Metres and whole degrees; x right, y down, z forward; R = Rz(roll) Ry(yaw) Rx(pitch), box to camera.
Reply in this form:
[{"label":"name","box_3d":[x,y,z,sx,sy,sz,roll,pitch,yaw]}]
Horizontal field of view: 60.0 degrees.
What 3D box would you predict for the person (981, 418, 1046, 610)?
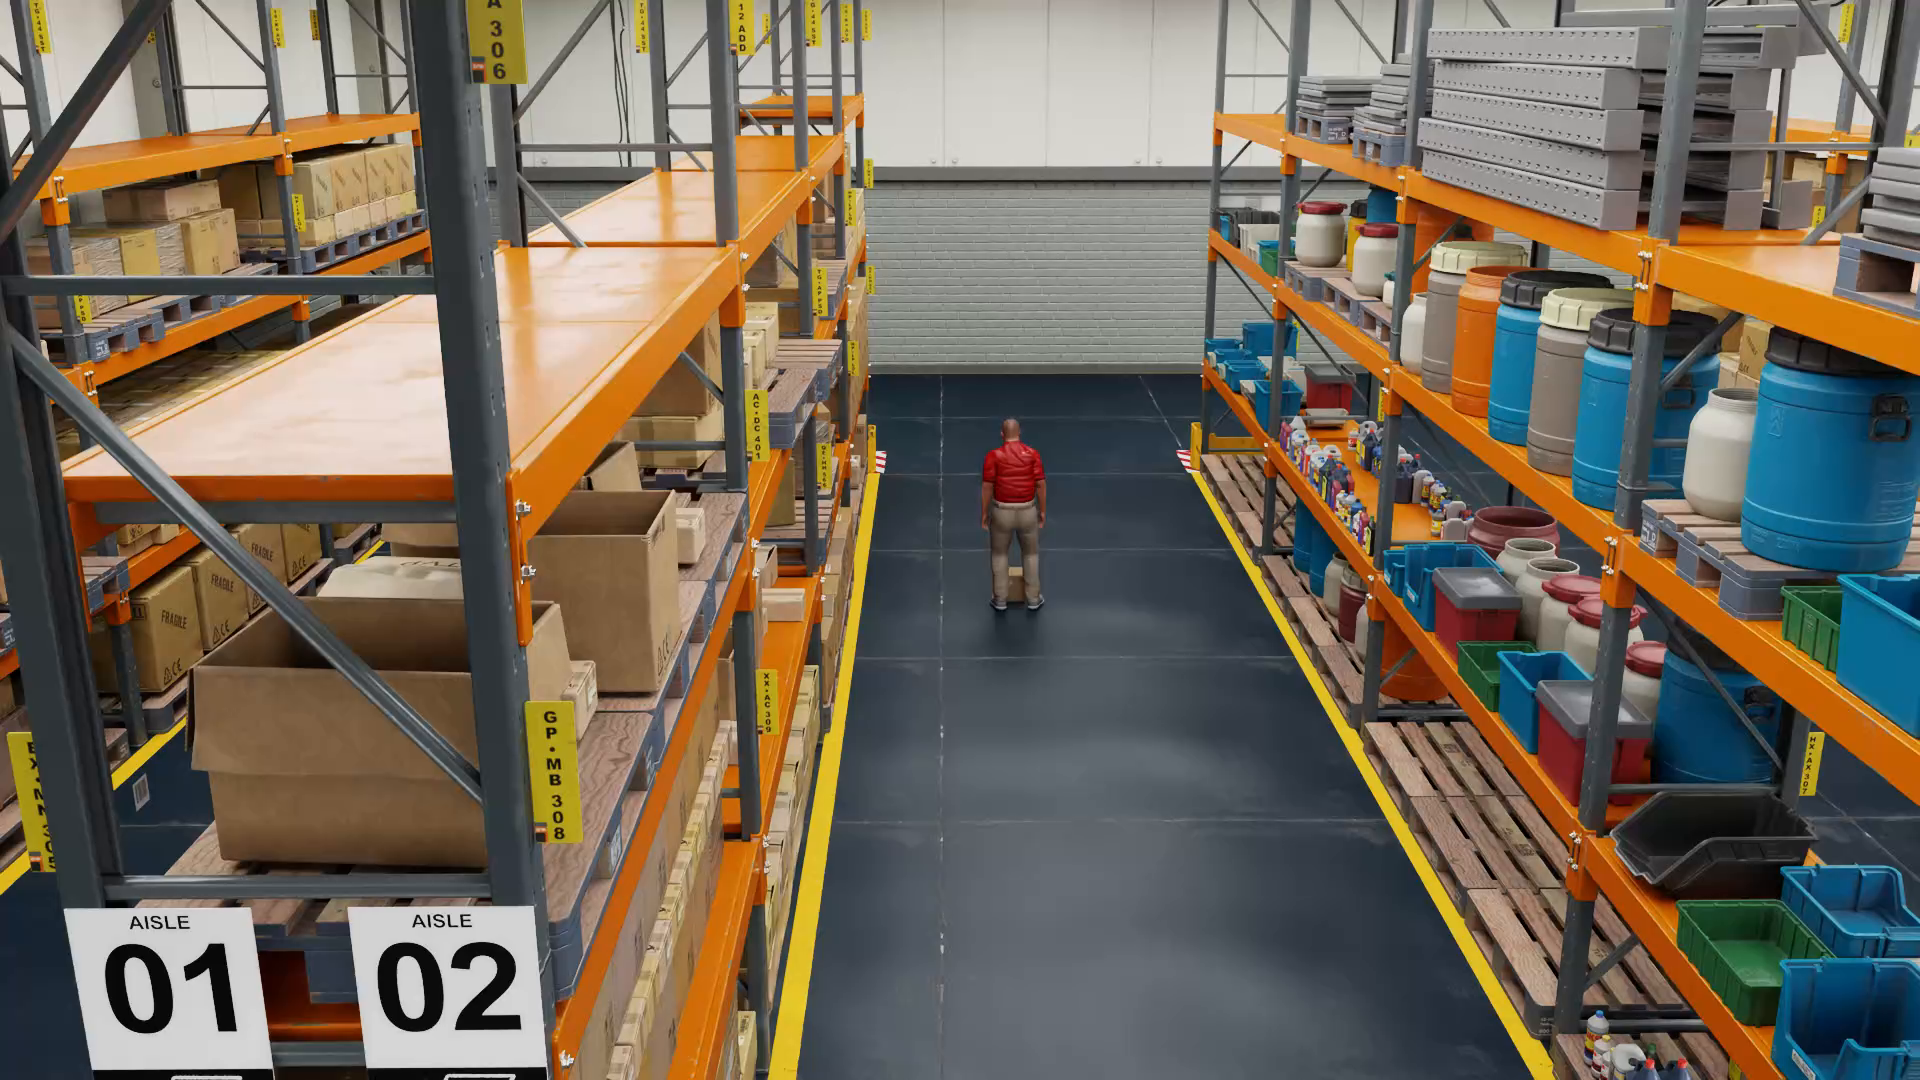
[{"label":"person","box_3d":[0.478,-0.226,14.808,0.593,1.725,0.390,-1,17,-4]}]
